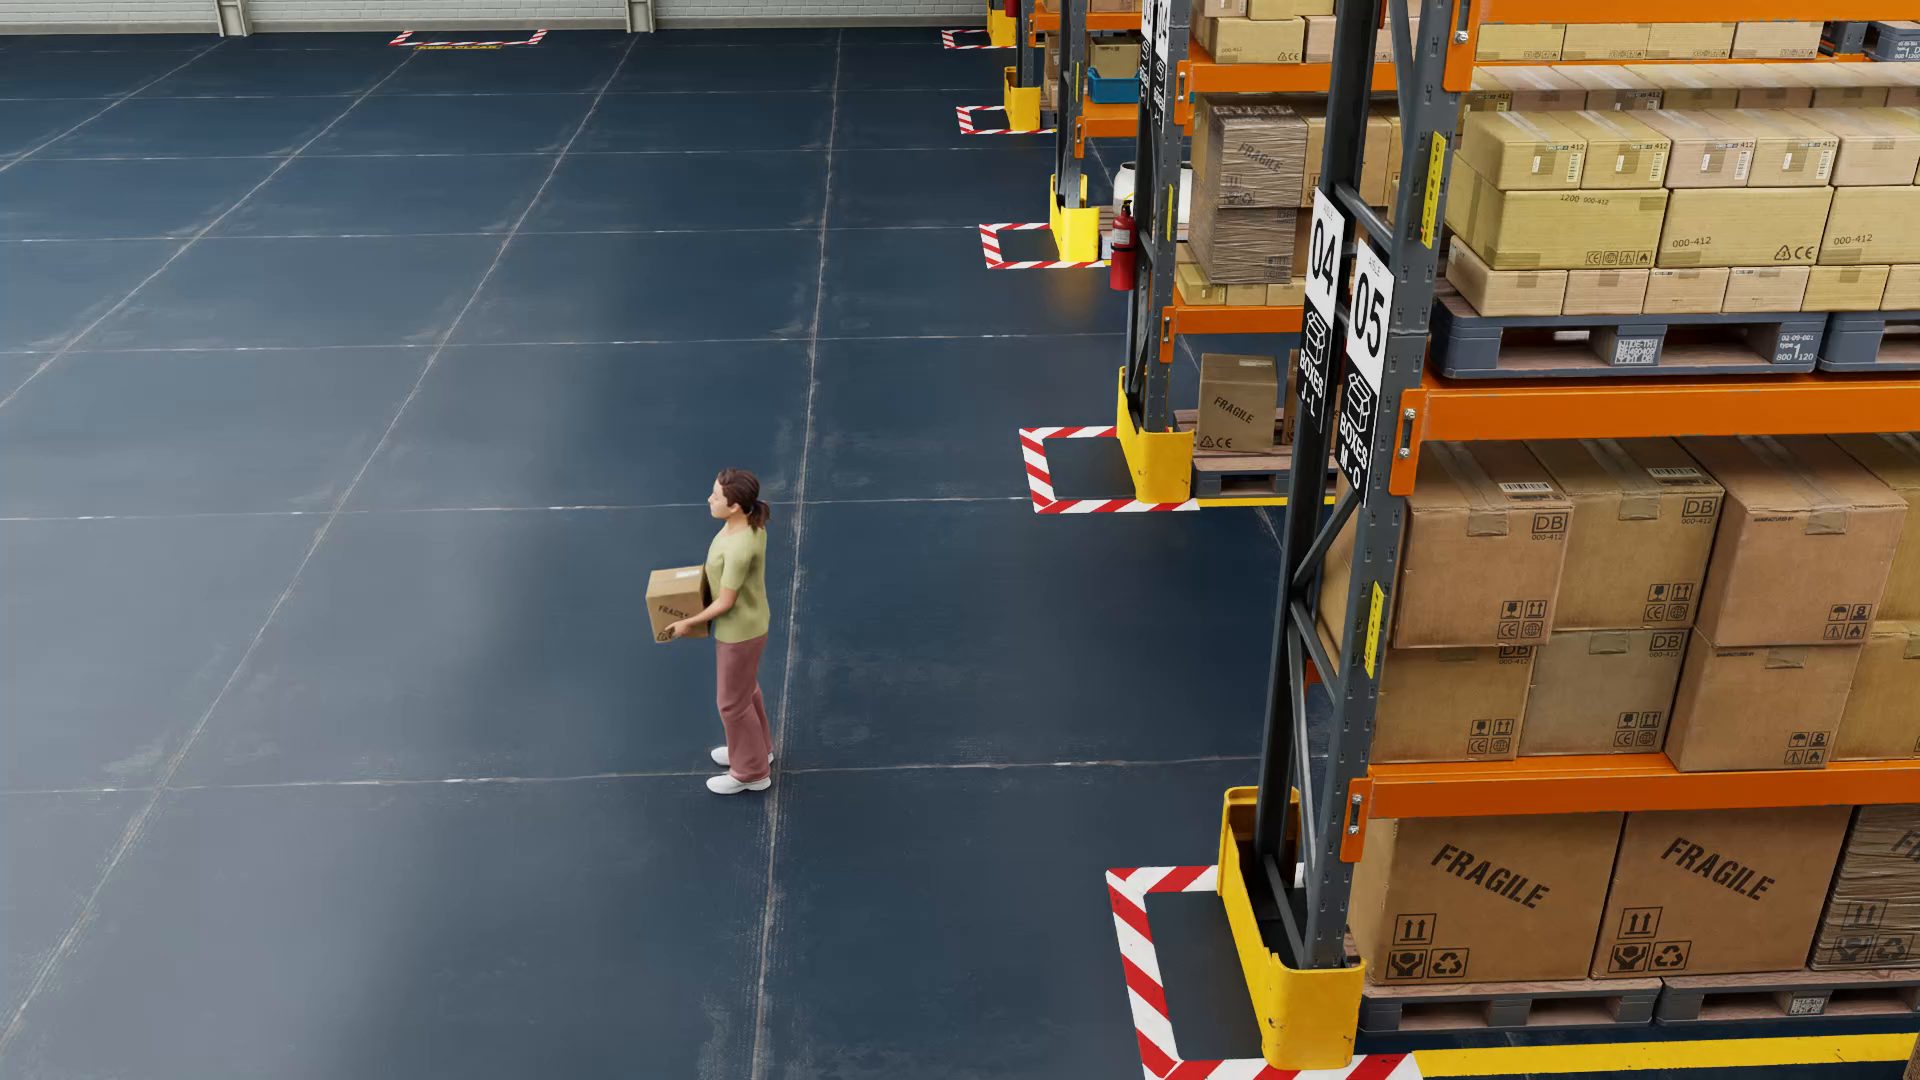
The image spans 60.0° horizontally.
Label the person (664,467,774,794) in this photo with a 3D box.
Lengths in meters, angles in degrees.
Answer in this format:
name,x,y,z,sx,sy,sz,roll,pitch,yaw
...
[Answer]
name,x,y,z,sx,sy,sz,roll,pitch,yaw
person,-1.106,0.424,7.813,0.523,1.672,0.452,-2,28,-3
